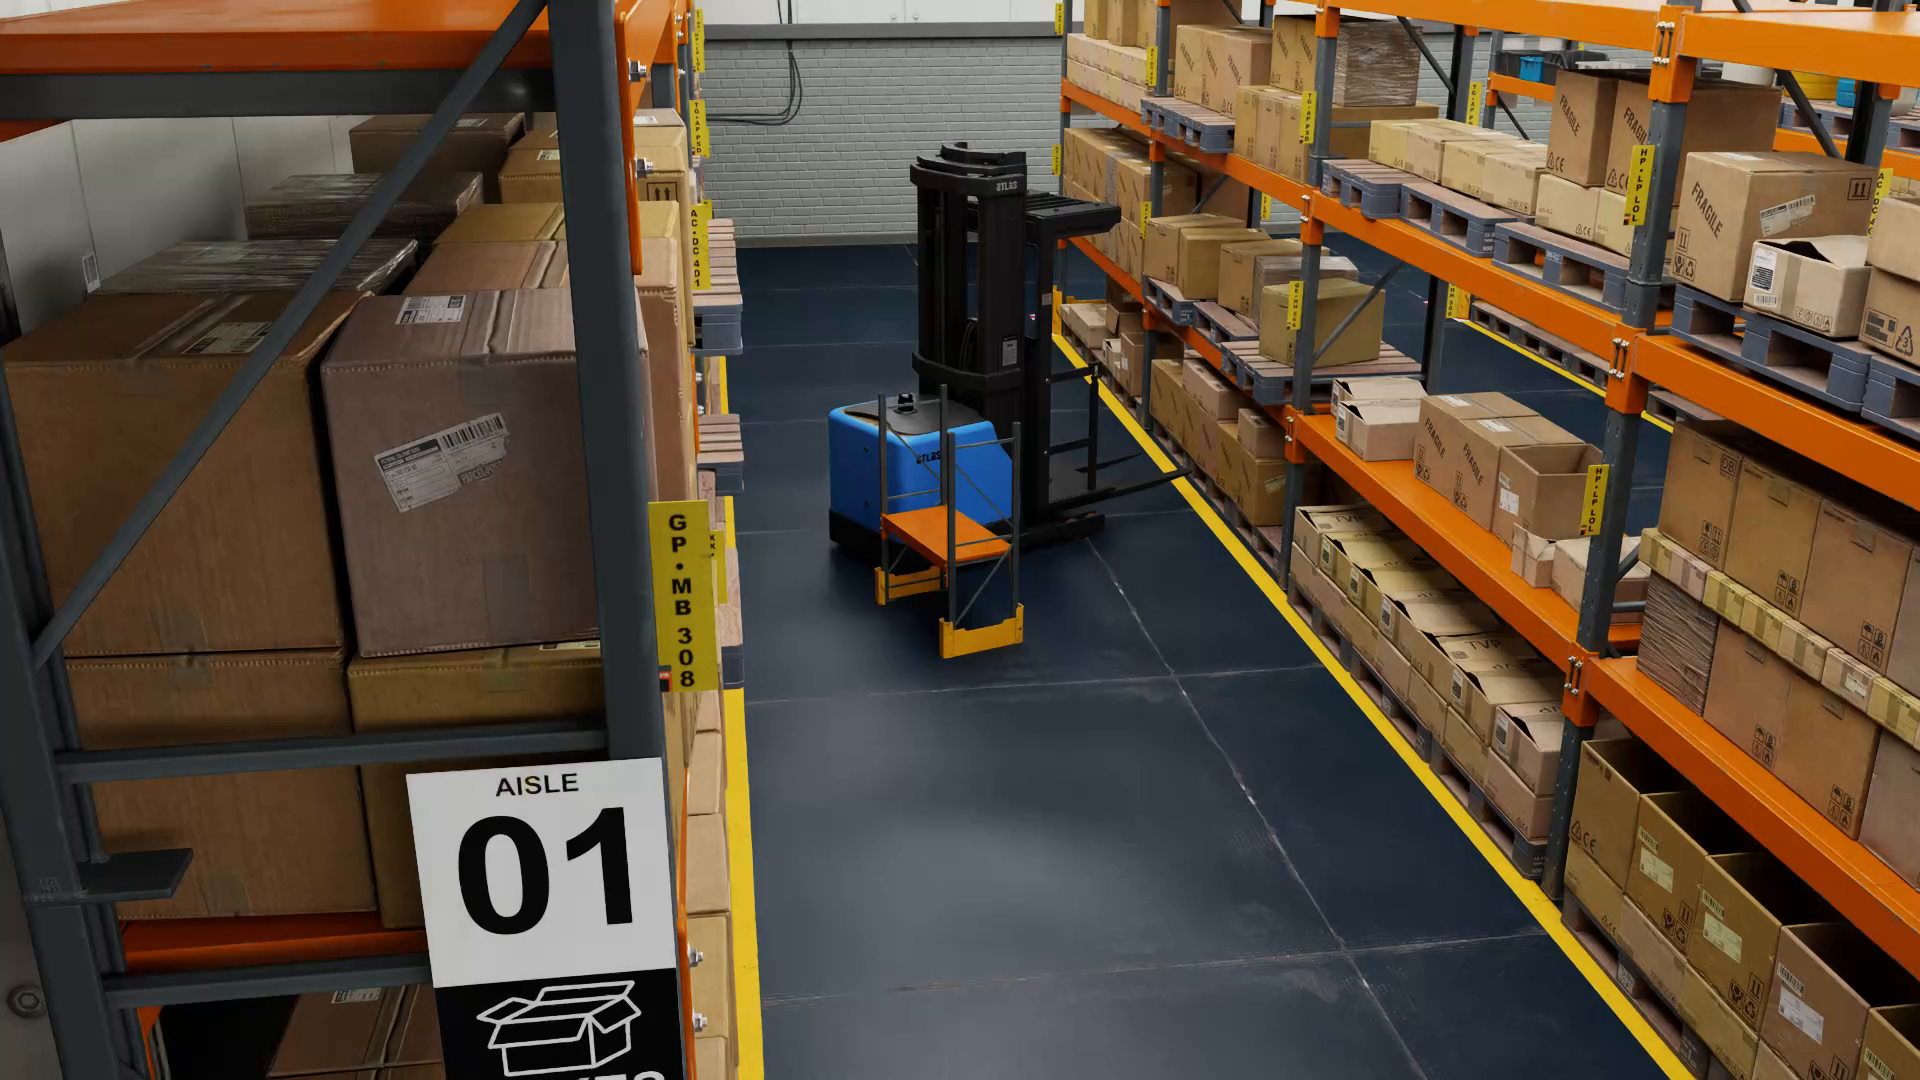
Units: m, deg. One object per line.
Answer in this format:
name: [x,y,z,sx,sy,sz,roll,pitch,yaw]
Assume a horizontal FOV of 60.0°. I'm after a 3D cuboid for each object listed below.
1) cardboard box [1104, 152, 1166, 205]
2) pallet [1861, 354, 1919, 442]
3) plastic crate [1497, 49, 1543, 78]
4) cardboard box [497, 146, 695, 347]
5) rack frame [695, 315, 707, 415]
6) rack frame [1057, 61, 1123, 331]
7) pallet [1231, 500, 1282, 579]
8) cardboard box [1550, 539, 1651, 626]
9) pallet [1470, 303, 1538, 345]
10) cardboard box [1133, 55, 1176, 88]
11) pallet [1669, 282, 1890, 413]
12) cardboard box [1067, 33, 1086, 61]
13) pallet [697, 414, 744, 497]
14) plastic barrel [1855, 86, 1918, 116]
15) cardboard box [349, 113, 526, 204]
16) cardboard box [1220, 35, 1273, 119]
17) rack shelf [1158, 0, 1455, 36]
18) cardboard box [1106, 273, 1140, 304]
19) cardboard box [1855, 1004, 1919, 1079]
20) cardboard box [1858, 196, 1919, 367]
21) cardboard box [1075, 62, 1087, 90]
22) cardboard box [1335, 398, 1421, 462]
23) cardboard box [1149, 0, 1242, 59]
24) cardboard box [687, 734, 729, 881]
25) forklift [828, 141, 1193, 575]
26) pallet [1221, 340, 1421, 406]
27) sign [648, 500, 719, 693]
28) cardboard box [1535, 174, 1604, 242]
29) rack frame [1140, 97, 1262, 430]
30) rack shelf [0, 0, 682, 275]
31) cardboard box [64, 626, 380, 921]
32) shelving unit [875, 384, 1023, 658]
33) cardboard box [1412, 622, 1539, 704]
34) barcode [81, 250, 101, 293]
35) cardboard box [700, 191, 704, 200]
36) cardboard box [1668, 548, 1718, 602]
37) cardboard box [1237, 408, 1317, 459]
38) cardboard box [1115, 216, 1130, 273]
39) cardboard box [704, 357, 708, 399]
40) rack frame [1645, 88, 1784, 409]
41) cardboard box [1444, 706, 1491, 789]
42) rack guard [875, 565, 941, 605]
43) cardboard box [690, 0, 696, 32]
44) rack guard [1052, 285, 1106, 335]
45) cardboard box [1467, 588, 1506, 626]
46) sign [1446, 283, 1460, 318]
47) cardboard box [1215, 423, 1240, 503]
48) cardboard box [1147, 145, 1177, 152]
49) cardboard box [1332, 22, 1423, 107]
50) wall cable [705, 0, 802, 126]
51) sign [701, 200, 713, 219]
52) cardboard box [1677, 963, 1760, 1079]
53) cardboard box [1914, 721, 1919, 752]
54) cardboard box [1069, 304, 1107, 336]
cardboard box: [1.714,-3.500,16.228,0.500,0.500,0.500,-3,21,-7]
pallet: [3.667,-0.349,5.204,1.003,0.211,1.213,-3,21,-8]
plastic crate: [6.297,-5.301,18.522,0.497,0.269,0.590,-3,21,-8]
cardboard box: [-1.040,-0.851,4.819,0.500,0.500,0.500,-4,21,-10]
rack frame: [-2.133,-0.835,10.665,1.000,3.000,0.127,-3,21,-8]
rack frame: [1.616,-3.856,18.753,1.000,3.000,0.127,-3,21,-8]
pallet: [2.699,-0.040,12.522,1.003,0.211,1.213,-3,21,-8]
cardboard box: [3.231,0.201,8.106,0.500,0.250,0.500,-2,21,-4]
pallet: [6.598,-2.511,19.137,1.003,0.211,1.213,-3,21,-8]
cardboard box: [1.853,-4.195,14.873,0.500,0.250,0.500,-3,21,-8]
pallet: [3.494,-0.771,6.333,1.003,0.211,1.213,-3,21,-8]
cardboard box: [1.432,-5.234,17.656,0.500,0.250,0.500,-3,21,-8]
pallet: [-1.925,-0.504,10.052,1.213,0.211,1.003,-3,21,-8]
plastic barrel: [7.266,-3.606,13.004,0.433,0.535,0.433,0,20,0]
cardboard box: [-1.768,-1.196,5.743,0.500,0.500,0.500,-2,21,-7]
cardboard box: [2.387,-3.527,12.699,0.600,0.600,0.600,-4,21,-10]
rack shelf: [2.480,-4.065,12.337,1.077,0.370,4.000,-3,21,-8]
cardboard box: [1.938,-2.715,18.643,0.500,0.500,0.500,-3,21,-8]
cardboard box: [3.392,1.908,5.579,0.500,0.500,0.500,-3,21,-8]
cardboard box: [3.458,-0.841,5.445,0.797,0.503,0.637,-1,20,-2]
cardboard box: [1.497,-4.826,17.279,0.500,0.250,0.500,-3,21,-8]
cardboard box: [2.706,-0.725,10.497,0.500,0.311,0.500,-3,21,-8]
cardboard box: [2.084,-4.558,14.773,0.700,0.500,0.500,-3,21,-8]
cardboard box: [-0.967,0.935,5.040,0.500,0.500,0.500,-2,21,-6]
forklift: [0.498,-1.505,12.556,3.031,2.935,1.130,-15,25,-34]
pallet: [2.602,-1.227,11.990,1.213,0.211,1.003,-3,21,-8]
sign: [-0.443,0.093,2.644,0.100,0.325,0.005,-3,21,-8]
cardboard box: [3.184,-1.637,8.138,0.500,0.250,0.500,-5,21,-13]
rack frame: [2.192,-2.471,15.045,1.000,3.000,0.127,-3,21,-8]
rack shelf: [-1.268,-1.229,4.179,1.077,0.370,4.000,-3,21,-8]
cardboard box: [-1.290,0.342,3.055,0.500,0.500,0.500,-1,21,-4]
shelving unit: [-0.087,-0.154,10.984,0.587,1.500,1.083,-10,23,-25]
cardboard box: [2.853,0.649,9.220,0.500,0.311,0.500,-3,21,-8]
barcode: [-1.577,-0.487,3.017,0.001,0.075,0.075,-3,21,-8]
cardboard box: [-2.986,-3.054,16.176,0.980,0.700,0.700,-4,21,-10]
cardboard box: [3.229,0.138,6.990,0.380,0.149,0.250,-3,21,-7]
cardboard box: [2.389,-0.804,12.453,0.500,0.250,0.500,-2,21,-6]
cardboard box: [1.791,-2.856,15.934,0.500,0.500,0.500,-2,21,-6]
cardboard box: [-1.949,-1.212,11.076,0.500,0.500,0.500,-2,21,-6]
rack frame: [7.094,-2.720,15.711,1.000,3.000,0.127,-3,21,-8]
cardboard box: [2.928,1.086,8.851,0.500,0.250,0.500,-3,21,-9]
rack guard: [-0.315,0.277,11.618,0.587,0.250,0.087,-10,23,-25]
cardboard box: [-2.535,-4.411,14.351,0.500,0.500,0.500,-3,21,-8]
rack guard: [1.626,-2.659,19.120,1.175,0.500,0.348,-3,21,-8]
cardboard box: [3.309,0.440,9.780,0.500,0.311,0.500,-2,21,-6]
sign: [3.318,-1.658,11.213,0.100,0.325,0.005,-3,21,-8]
cardboard box: [2.327,-0.612,13.013,0.500,0.500,0.500,-4,21,-10]
cardboard box: [2.179,-3.699,16.761,0.500,0.500,0.500,-2,21,-6]
cardboard box: [2.712,-3.158,11.025,0.500,0.500,0.500,-3,21,-8]
wall cable: [-3.748,-6.937,22.866,3.097,2.526,0.112,-3,21,-8]
sign: [-2.174,-2.756,14.266,0.100,0.325,0.005,-3,21,-8]
cardboard box: [3.246,1.913,6.637,0.500,0.250,0.500,-3,21,-8]
cardboard box: [3.453,0.673,5.556,0.380,0.149,0.250,-3,21,-8]
cardboard box: [1.485,-2.398,18.151,0.500,0.250,0.500,-3,21,-8]
